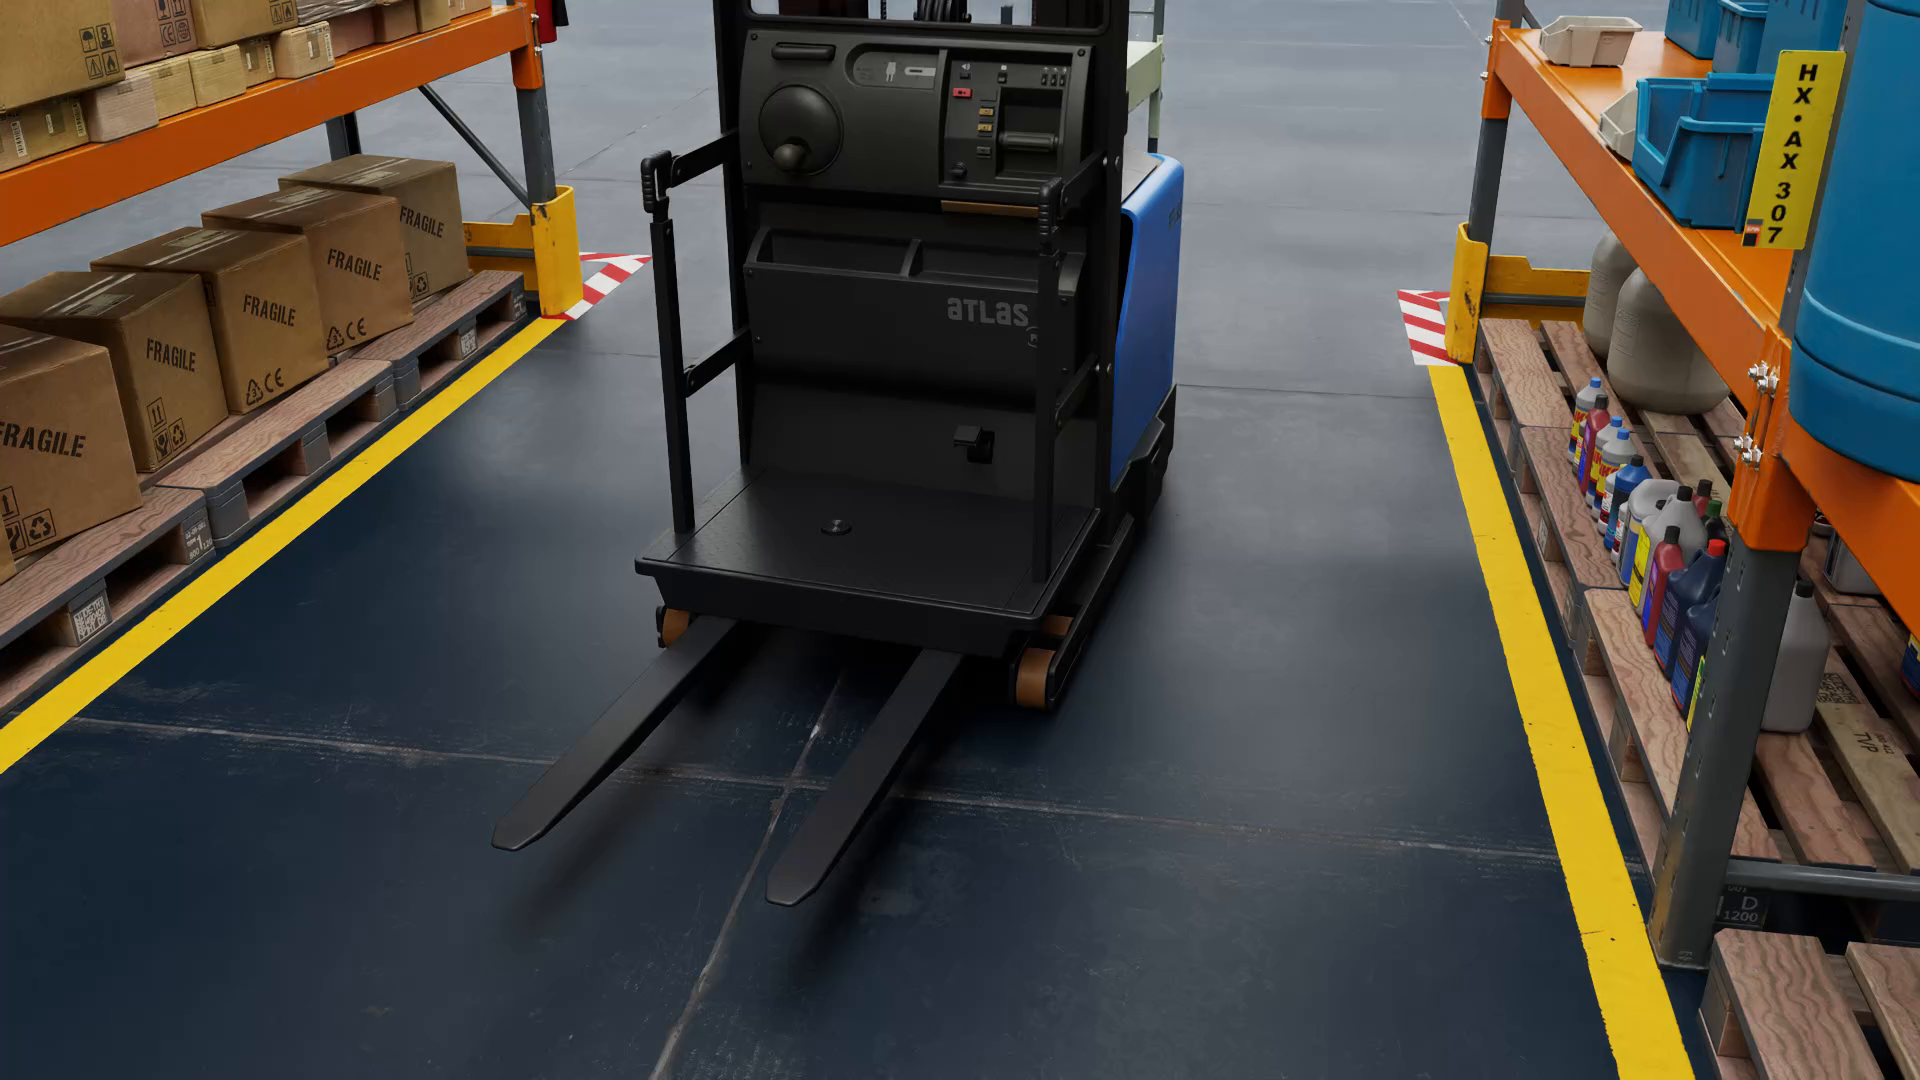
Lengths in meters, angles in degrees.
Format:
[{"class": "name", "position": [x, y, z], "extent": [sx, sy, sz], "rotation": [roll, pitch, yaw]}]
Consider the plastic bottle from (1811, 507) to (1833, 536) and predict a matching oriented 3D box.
[{"class": "plastic bottle", "position": [2.493, -0.122, 4.754], "extent": [0.097, 0.201, 0.097], "rotation": [0, 25, 0]}]

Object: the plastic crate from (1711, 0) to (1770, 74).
[{"class": "plastic crate", "position": [2.679, -1.581, 5.264], "extent": [0.499, 0.251, 0.408], "rotation": [4, 25, 9]}]

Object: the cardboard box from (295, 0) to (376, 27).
[{"class": "cardboard box", "position": [-2.514, -2.021, 5.560], "extent": [0.875, 0.500, 0.500], "rotation": [4, 25, 9]}]

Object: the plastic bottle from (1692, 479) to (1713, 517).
[{"class": "plastic bottle", "position": [1.964, -0.011, 4.420], "extent": [0.061, 0.283, 0.133], "rotation": [4, 25, 9]}]

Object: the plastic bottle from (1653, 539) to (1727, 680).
[{"class": "plastic bottle", "position": [1.776, 0.154, 3.987], "extent": [0.144, 0.351, 0.185], "rotation": [3, 25, 6]}]

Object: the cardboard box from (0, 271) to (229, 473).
[{"class": "cardboard box", "position": [-2.748, -0.547, 5.334], "extent": [0.500, 0.500, 0.500], "rotation": [2, 25, 4]}]

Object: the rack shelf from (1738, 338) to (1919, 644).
[{"class": "rack shelf", "position": [1.597, 0.686, 1.095], "extent": [1.077, 0.370, 4.000], "rotation": [4, 25, 9]}]

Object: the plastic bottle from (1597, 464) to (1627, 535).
[{"class": "plastic bottle", "position": [1.885, -0.118, 4.746], "extent": [0.097, 0.201, 0.097], "rotation": [0, 25, 0]}]

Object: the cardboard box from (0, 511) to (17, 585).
[{"class": "cardboard box", "position": [-2.858, -0.042, 4.255], "extent": [0.500, 0.500, 0.500], "rotation": [3, 25, 7]}]

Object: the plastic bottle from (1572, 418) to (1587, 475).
[{"class": "plastic bottle", "position": [1.957, -0.301, 5.137], "extent": [0.097, 0.201, 0.097], "rotation": [0, 25, 0]}]

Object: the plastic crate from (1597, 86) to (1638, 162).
[{"class": "plastic crate", "position": [1.939, -1.054, 4.274], "extent": [0.530, 0.136, 0.437], "rotation": [4, 25, 9]}]

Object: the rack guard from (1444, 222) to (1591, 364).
[{"class": "rack guard", "position": [2.611, -0.982, 6.759], "extent": [1.175, 0.500, 0.348], "rotation": [4, 25, 9]}]

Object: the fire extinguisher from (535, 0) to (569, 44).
[{"class": "fire extinguisher", "position": [-1.836, -2.473, 7.087], "extent": [0.296, 0.674, 0.183], "rotation": [4, 25, 9]}]

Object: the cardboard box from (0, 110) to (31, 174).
[{"class": "cardboard box", "position": [-2.564, -0.985, 4.112], "extent": [0.380, 0.149, 0.250], "rotation": [4, 25, 9]}]

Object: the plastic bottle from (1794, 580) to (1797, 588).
[{"class": "plastic bottle", "position": [1.926, 0.188, 4.004], "extent": [0.152, 0.276, 0.135], "rotation": [4, 25, 9]}]

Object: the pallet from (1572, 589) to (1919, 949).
[{"class": "pallet", "position": [2.075, 0.509, 3.915], "extent": [1.003, 0.211, 1.213], "rotation": [4, 25, 9]}]

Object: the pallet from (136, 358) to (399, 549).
[{"class": "pallet", "position": [-2.691, -0.352, 5.752], "extent": [1.003, 0.211, 1.213], "rotation": [4, 25, 9]}]

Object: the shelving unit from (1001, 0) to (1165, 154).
[{"class": "shelving unit", "position": [0.438, -1.197, 6.037], "extent": [0.431, 1.500, 0.755], "rotation": [8, 26, 16]}]

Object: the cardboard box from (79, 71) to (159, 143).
[{"class": "cardboard box", "position": [-2.451, -1.192, 4.554], "extent": [0.380, 0.149, 0.250], "rotation": [4, 25, 9]}]

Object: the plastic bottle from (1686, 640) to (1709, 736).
[{"class": "plastic bottle", "position": [1.677, 0.331, 3.691], "extent": [0.061, 0.283, 0.133], "rotation": [5, 26, 11]}]

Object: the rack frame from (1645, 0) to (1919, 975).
[{"class": "rack frame", "position": [1.924, -0.476, 2.730], "extent": [1.000, 3.000, 0.127], "rotation": [4, 25, 9]}]

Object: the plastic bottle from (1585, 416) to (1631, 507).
[{"class": "plastic bottle", "position": [1.918, -0.233, 4.909], "extent": [0.097, 0.271, 0.097], "rotation": [0, 25, 0]}]

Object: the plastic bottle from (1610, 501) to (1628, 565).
[{"class": "plastic bottle", "position": [1.851, -0.032, 4.562], "extent": [0.097, 0.201, 0.097], "rotation": [0, 25, 0]}]

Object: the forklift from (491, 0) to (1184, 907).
[{"class": "forklift", "position": [-0.188, -1.073, 4.086], "extent": [1.130, 2.935, 3.031], "rotation": [8, 26, 16]}]

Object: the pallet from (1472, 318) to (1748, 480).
[{"class": "pallet", "position": [2.473, -0.512, 6.095], "extent": [1.003, 0.211, 1.213], "rotation": [4, 25, 9]}]

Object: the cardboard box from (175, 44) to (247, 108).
[{"class": "cardboard box", "position": [-2.399, -1.403, 5.006], "extent": [0.380, 0.149, 0.250], "rotation": [4, 25, 9]}]

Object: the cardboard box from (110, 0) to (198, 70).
[{"class": "cardboard box", "position": [-2.729, -1.606, 4.675], "extent": [0.875, 0.500, 0.500], "rotation": [4, 25, 9]}]

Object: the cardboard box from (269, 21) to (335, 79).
[{"class": "cardboard box", "position": [-2.293, -1.611, 5.449], "extent": [0.380, 0.149, 0.250], "rotation": [4, 25, 9]}]

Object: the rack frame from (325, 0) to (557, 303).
[{"class": "rack frame", "position": [-2.309, -2.493, 7.037], "extent": [1.000, 3.000, 0.127], "rotation": [4, 25, 9]}]

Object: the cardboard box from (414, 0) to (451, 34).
[{"class": "cardboard box", "position": [-2.183, -2.033, 6.350], "extent": [0.380, 0.149, 0.250], "rotation": [4, 25, 9]}]

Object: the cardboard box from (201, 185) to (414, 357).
[{"class": "cardboard box", "position": [-2.491, -1.038, 6.383], "extent": [0.500, 0.500, 0.500], "rotation": [11, 27, 22]}]

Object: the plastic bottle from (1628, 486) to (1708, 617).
[{"class": "plastic bottle", "position": [1.829, 0.019, 4.276], "extent": [0.144, 0.351, 0.185], "rotation": [4, 25, 8]}]

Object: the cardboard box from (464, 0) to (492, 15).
[{"class": "cardboard box", "position": [-2.152, -2.245, 6.805], "extent": [0.380, 0.149, 0.250], "rotation": [4, 25, 9]}]

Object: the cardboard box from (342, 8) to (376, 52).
[{"class": "cardboard box", "position": [-2.321, -1.827, 5.912], "extent": [0.380, 0.149, 0.250], "rotation": [4, 25, 9]}]

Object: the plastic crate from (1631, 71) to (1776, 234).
[{"class": "plastic crate", "position": [1.837, -0.891, 3.790], "extent": [0.499, 0.251, 0.616], "rotation": [4, 25, 9]}]

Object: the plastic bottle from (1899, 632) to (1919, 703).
[{"class": "plastic bottle", "position": [2.323, 0.205, 3.879], "extent": [0.144, 0.351, 0.185], "rotation": [4, 25, 9]}]

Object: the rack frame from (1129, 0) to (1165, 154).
[{"class": "rack frame", "position": [0.548, -1.345, 6.354], "extent": [0.400, 1.500, 0.023], "rotation": [8, 26, 16]}]

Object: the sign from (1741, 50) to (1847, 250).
[{"class": "sign", "position": [1.383, -0.644, 2.762], "extent": [0.100, 0.325, 0.005], "rotation": [4, 25, 9]}]

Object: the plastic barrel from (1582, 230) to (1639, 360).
[{"class": "plastic barrel", "position": [2.545, -0.932, 6.143], "extent": [0.421, 0.512, 0.421], "rotation": [0, 25, 0]}]
